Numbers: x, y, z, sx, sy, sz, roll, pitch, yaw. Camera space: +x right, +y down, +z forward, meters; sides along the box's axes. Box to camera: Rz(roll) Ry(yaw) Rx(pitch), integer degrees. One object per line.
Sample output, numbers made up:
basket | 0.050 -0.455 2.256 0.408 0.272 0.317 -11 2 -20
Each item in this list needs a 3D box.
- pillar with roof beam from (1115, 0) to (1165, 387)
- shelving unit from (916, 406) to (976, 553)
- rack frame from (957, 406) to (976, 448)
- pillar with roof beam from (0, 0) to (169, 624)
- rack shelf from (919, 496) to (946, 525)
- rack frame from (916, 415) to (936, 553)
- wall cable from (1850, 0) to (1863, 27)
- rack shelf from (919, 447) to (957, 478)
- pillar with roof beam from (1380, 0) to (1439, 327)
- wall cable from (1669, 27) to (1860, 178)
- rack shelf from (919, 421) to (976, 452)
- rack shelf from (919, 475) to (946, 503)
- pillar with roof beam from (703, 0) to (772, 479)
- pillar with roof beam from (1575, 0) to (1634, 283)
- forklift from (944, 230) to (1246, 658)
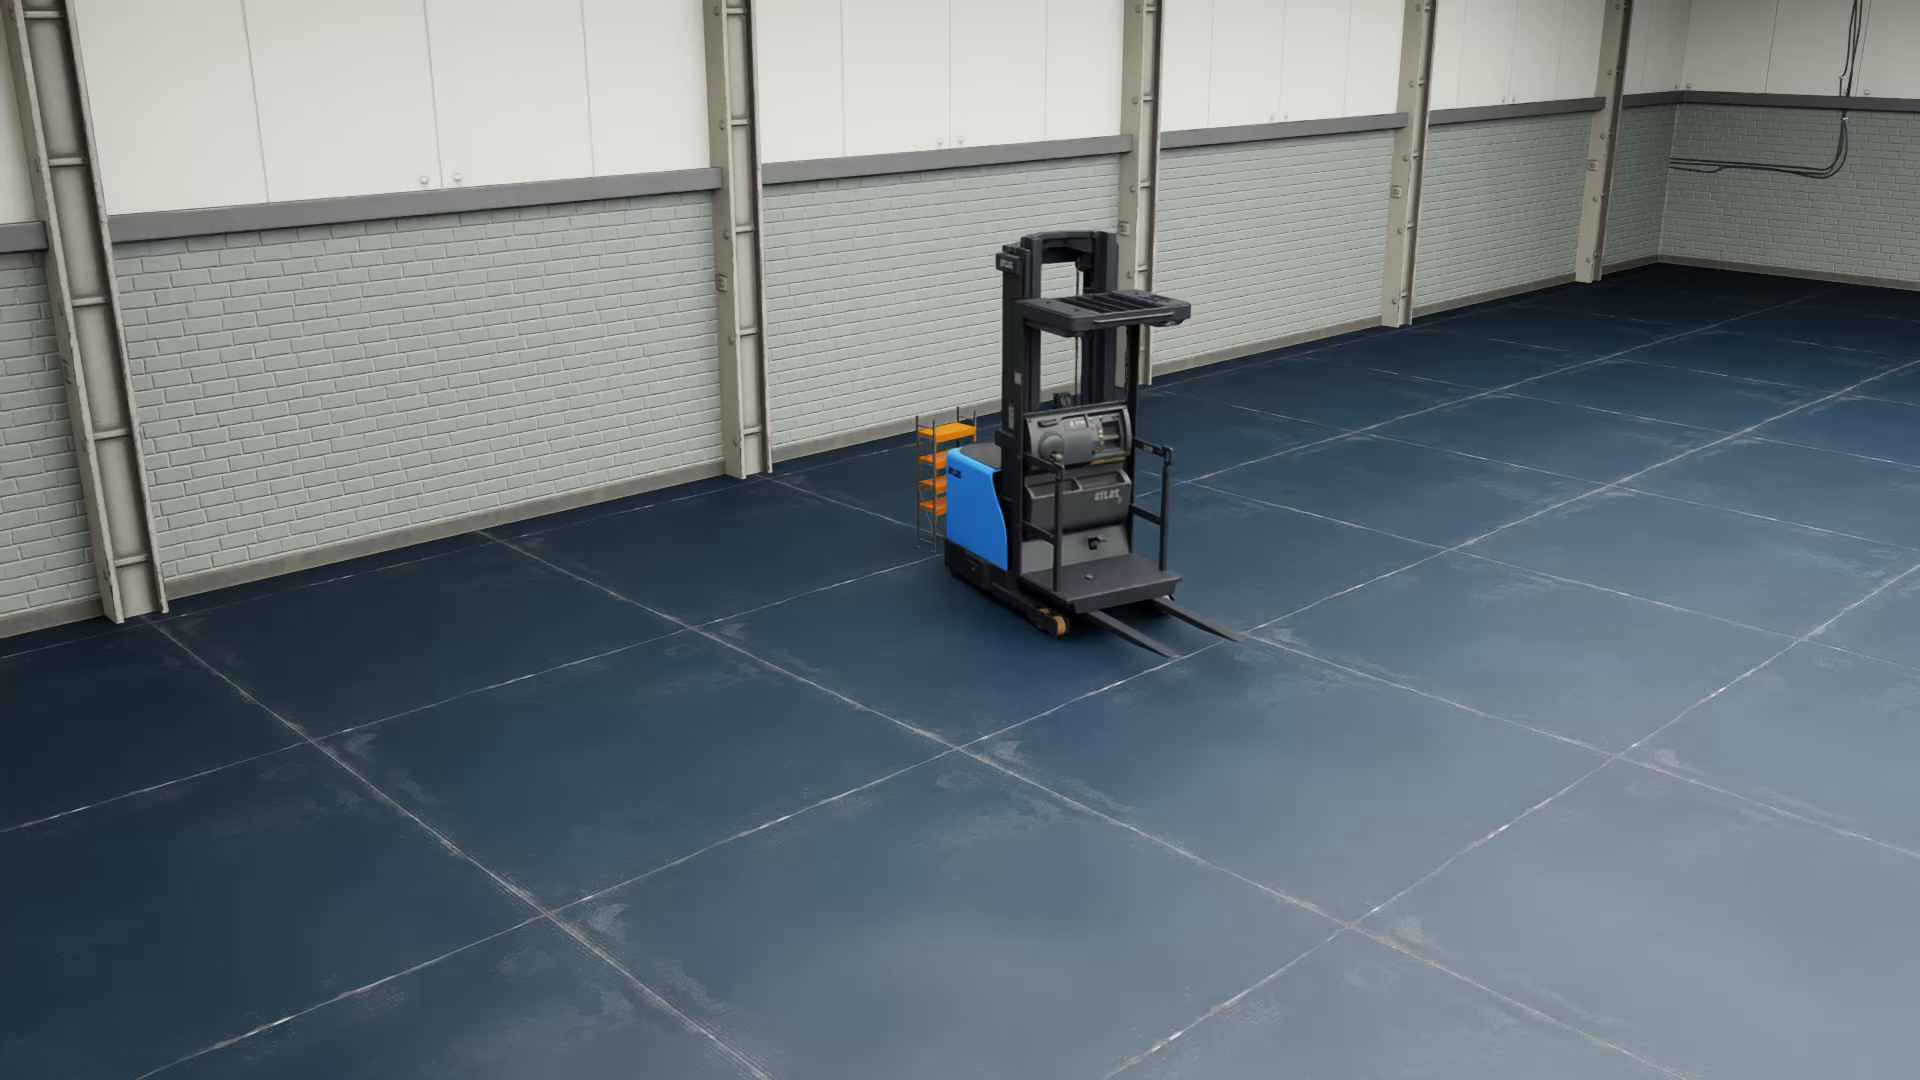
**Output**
pillar with roof beam | 5.137 -5.282 16.684 0.400 9.000 9.100 -16 24 -41
shelving unit | -0.120 -0.536 14.691 0.503 1.200 0.258 -16 24 -41
rack frame | 0.057 -0.587 14.851 0.015 1.200 0.240 -16 24 -41
pillar with roof beam | -3.582 -2.739 8.842 0.400 9.000 9.100 -16 24 -41
rack shelf | -0.120 -0.283 14.773 0.480 0.148 0.258 -16 24 -41
rack frame | -0.298 -0.484 14.532 0.015 1.200 0.240 -16 24 -41
wall cable | 15.807 -9.436 26.344 0.112 2.526 3.097 -16 24 -41
rack shelf | -0.120 -0.684 14.643 0.480 0.148 0.258 -16 24 -41
pillar with roof beam | 9.497 -6.553 20.606 0.400 9.000 9.100 -16 24 -41
wall cable | 13.948 -7.640 28.993 0.112 2.526 3.097 -16 24 -41
rack shelf | -0.120 -0.909 14.570 0.480 0.148 0.258 -16 24 -41
rack shelf | -0.120 -0.472 14.712 0.480 0.148 0.258 -16 24 -41
pillar with roof beam | 0.778 -4.010 12.763 0.400 9.000 9.100 -16 24 -41
pillar with roof beam | 13.857 -7.824 24.527 0.400 9.000 9.100 -16 24 -41
forklift | 1.033 -0.811 12.733 1.130 2.935 3.031 -10 20 -28
